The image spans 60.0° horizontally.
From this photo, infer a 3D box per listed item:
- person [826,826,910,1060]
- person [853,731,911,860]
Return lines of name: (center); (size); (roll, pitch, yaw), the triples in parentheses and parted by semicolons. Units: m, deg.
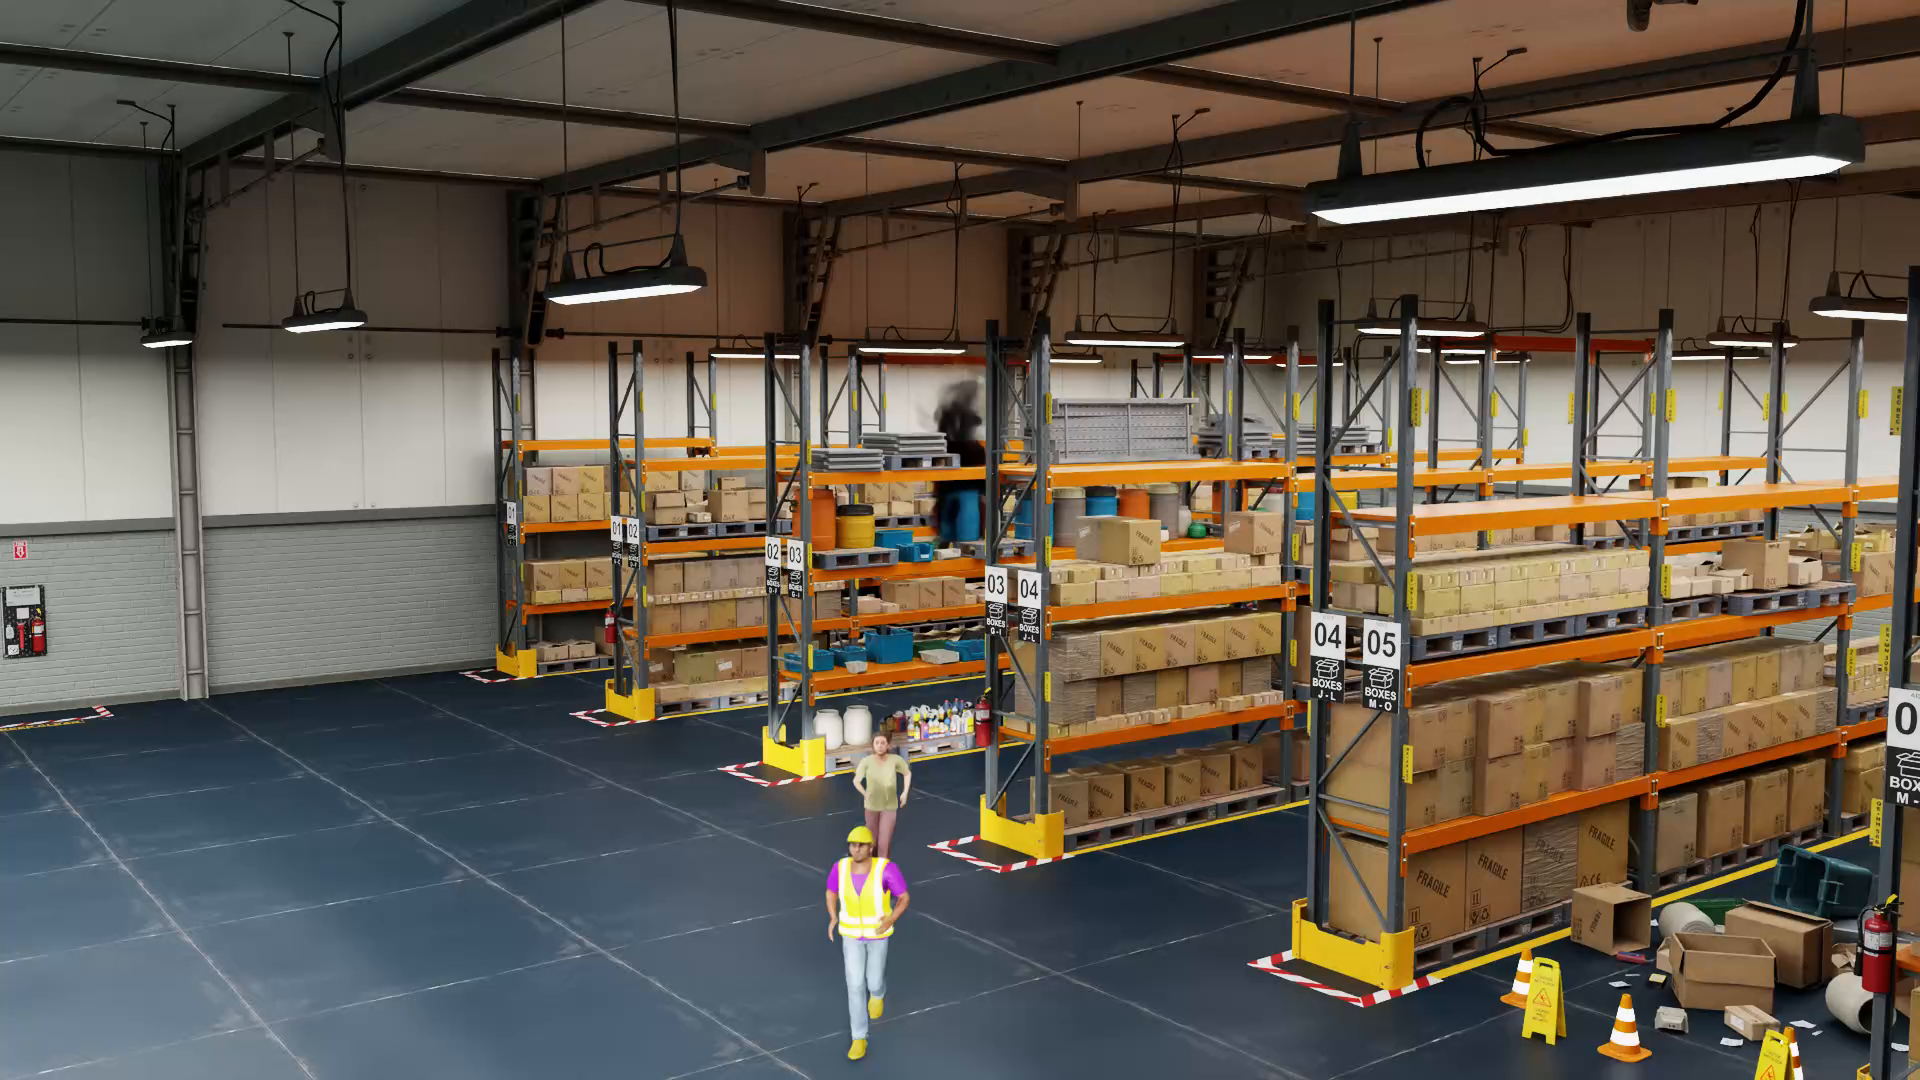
person: (-0.738, 3.121, 13.202); (0.689, 1.766, 0.843); (1, 5, 6)
person: (-0.813, 2.814, 17.383); (0.600, 1.677, 0.817); (0, 5, 2)
